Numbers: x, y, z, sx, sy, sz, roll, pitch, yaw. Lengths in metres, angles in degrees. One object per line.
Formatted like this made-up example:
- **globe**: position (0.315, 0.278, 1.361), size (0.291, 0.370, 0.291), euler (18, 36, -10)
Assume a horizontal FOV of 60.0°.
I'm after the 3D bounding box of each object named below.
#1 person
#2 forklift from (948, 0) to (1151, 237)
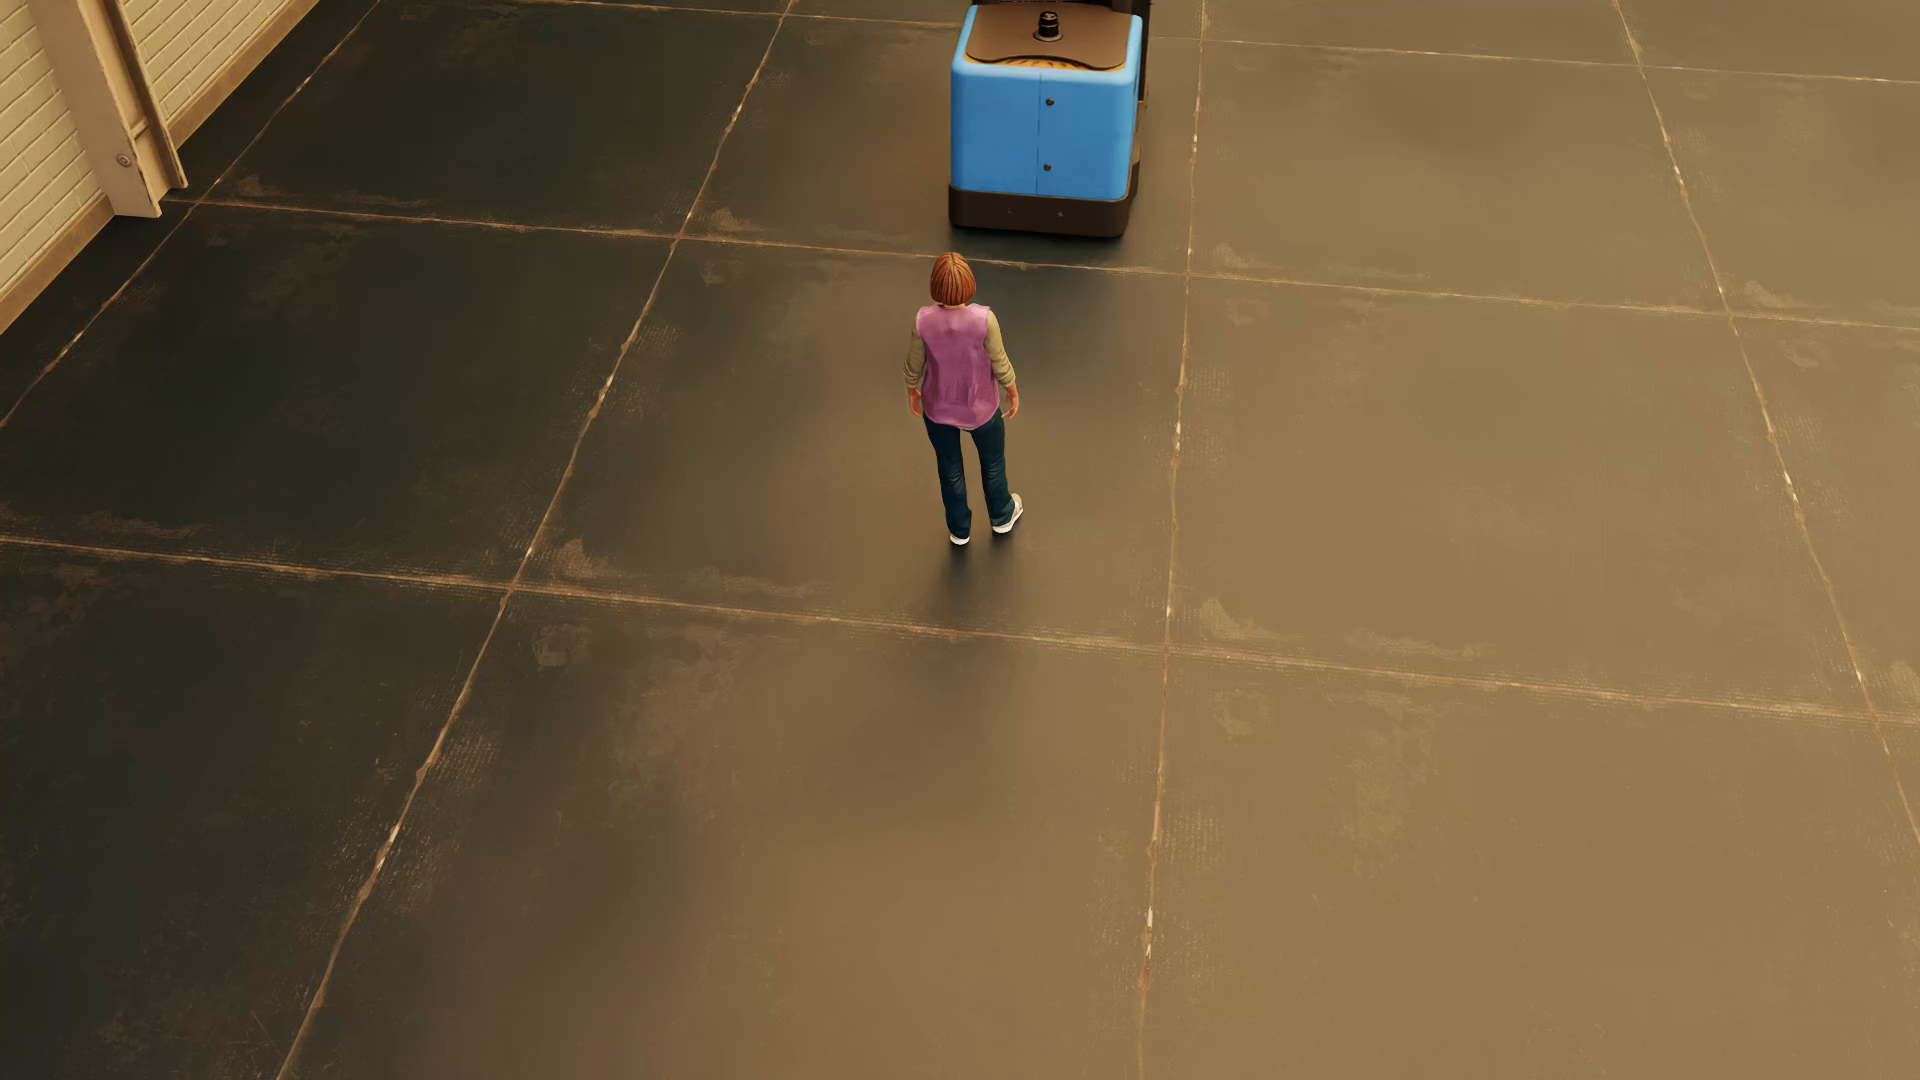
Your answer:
- **person**: position (0.024, -0.642, 7.398), size (0.520, 1.597, 0.476), euler (5, 43, 6)
- **forklift**: position (0.652, -3.847, 9.912), size (1.130, 2.935, 3.031), euler (5, 43, 6)
